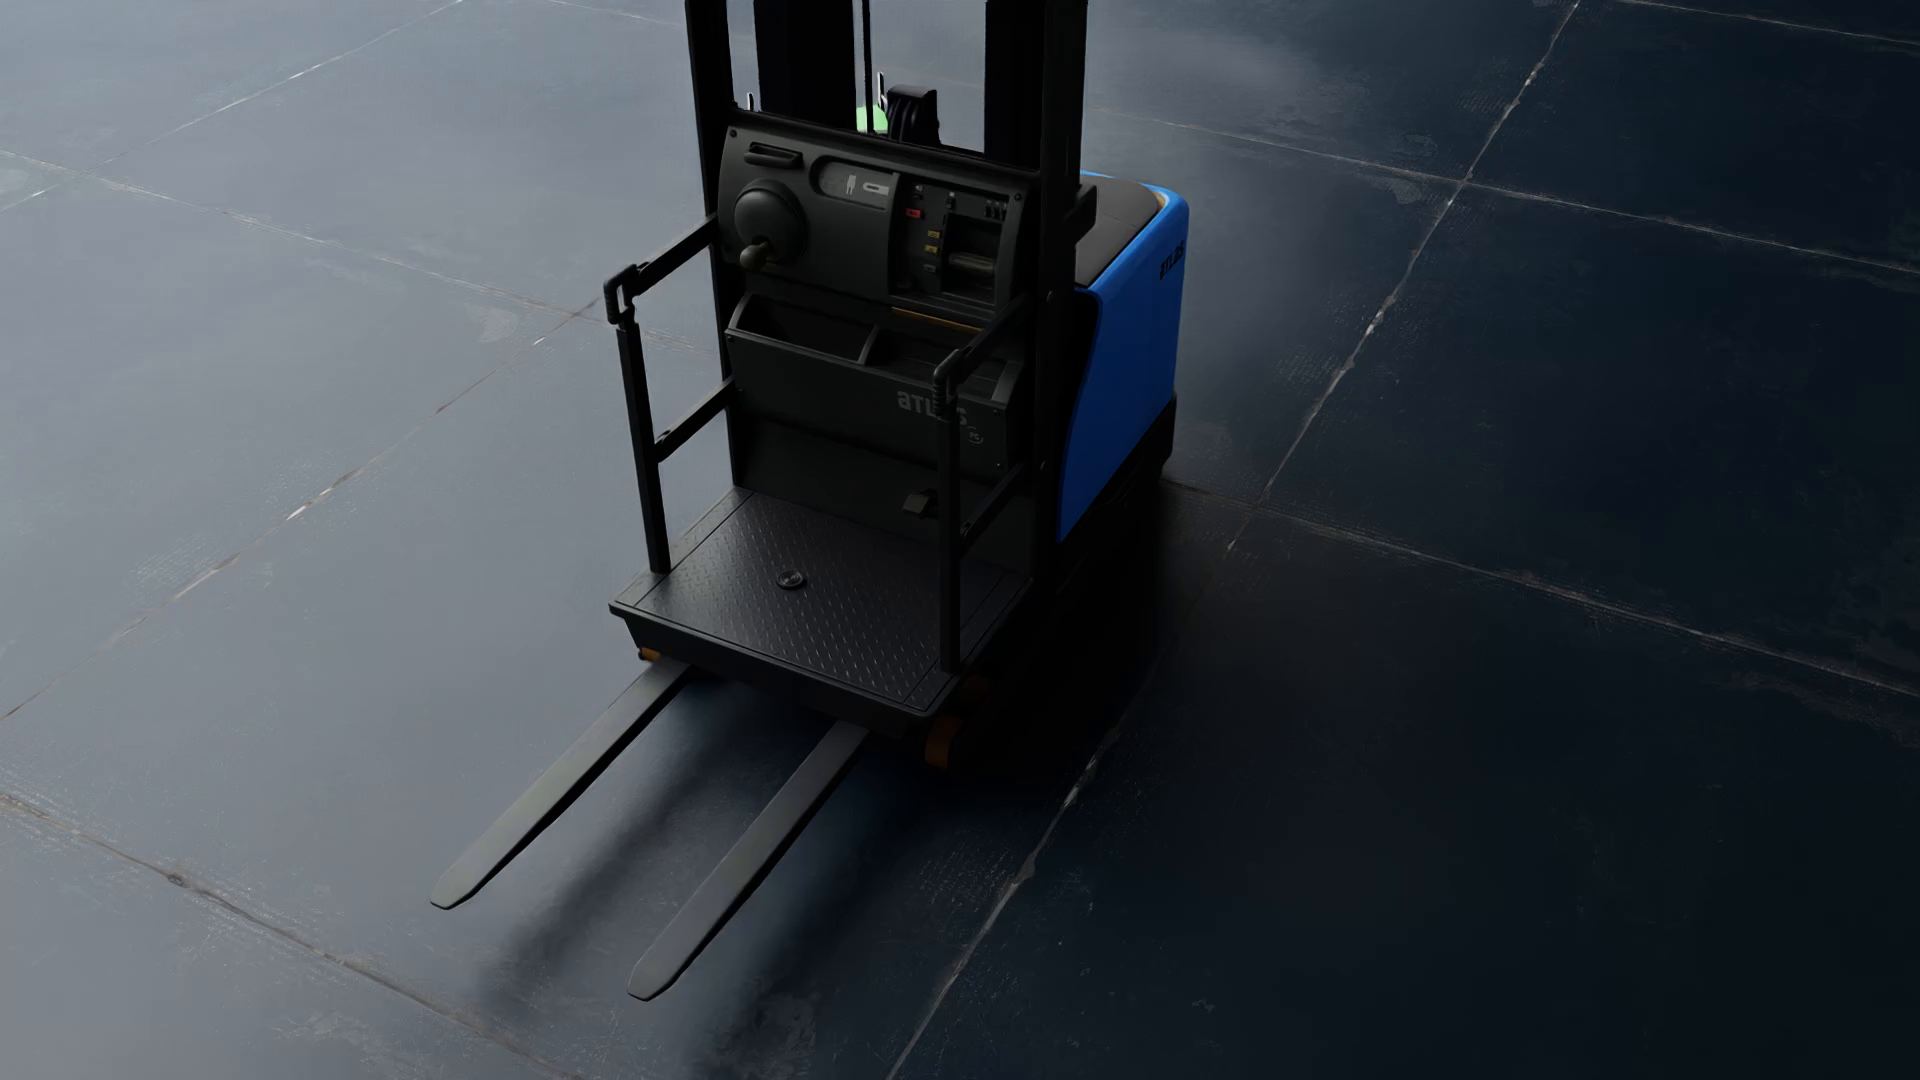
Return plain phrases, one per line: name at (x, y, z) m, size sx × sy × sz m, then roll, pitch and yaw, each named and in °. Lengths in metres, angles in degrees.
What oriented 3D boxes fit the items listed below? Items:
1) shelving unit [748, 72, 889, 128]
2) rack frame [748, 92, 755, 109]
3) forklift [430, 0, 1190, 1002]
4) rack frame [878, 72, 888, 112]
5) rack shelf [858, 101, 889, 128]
shelving unit at (-0.464, -1.082, 6.182) m, size 0.503 × 1.200 × 0.258 m, roll -14°, pitch 39°, yaw -18°
rack frame at (-0.689, -1.024, 6.106) m, size 0.015 × 1.200 × 0.240 m, roll -14°, pitch 39°, yaw -18°
forklift at (-0.348, -0.803, 4.383) m, size 1.130 × 2.935 × 3.031 m, roll 17°, pitch 40°, yaw 21°
rack frame at (-0.240, -1.139, 6.258) m, size 0.015 × 1.200 × 0.240 m, roll -14°, pitch 39°, yaw -18°
rack shelf at (-0.464, -1.414, 5.931) m, size 0.480 × 0.148 × 0.258 m, roll -14°, pitch 39°, yaw -18°
